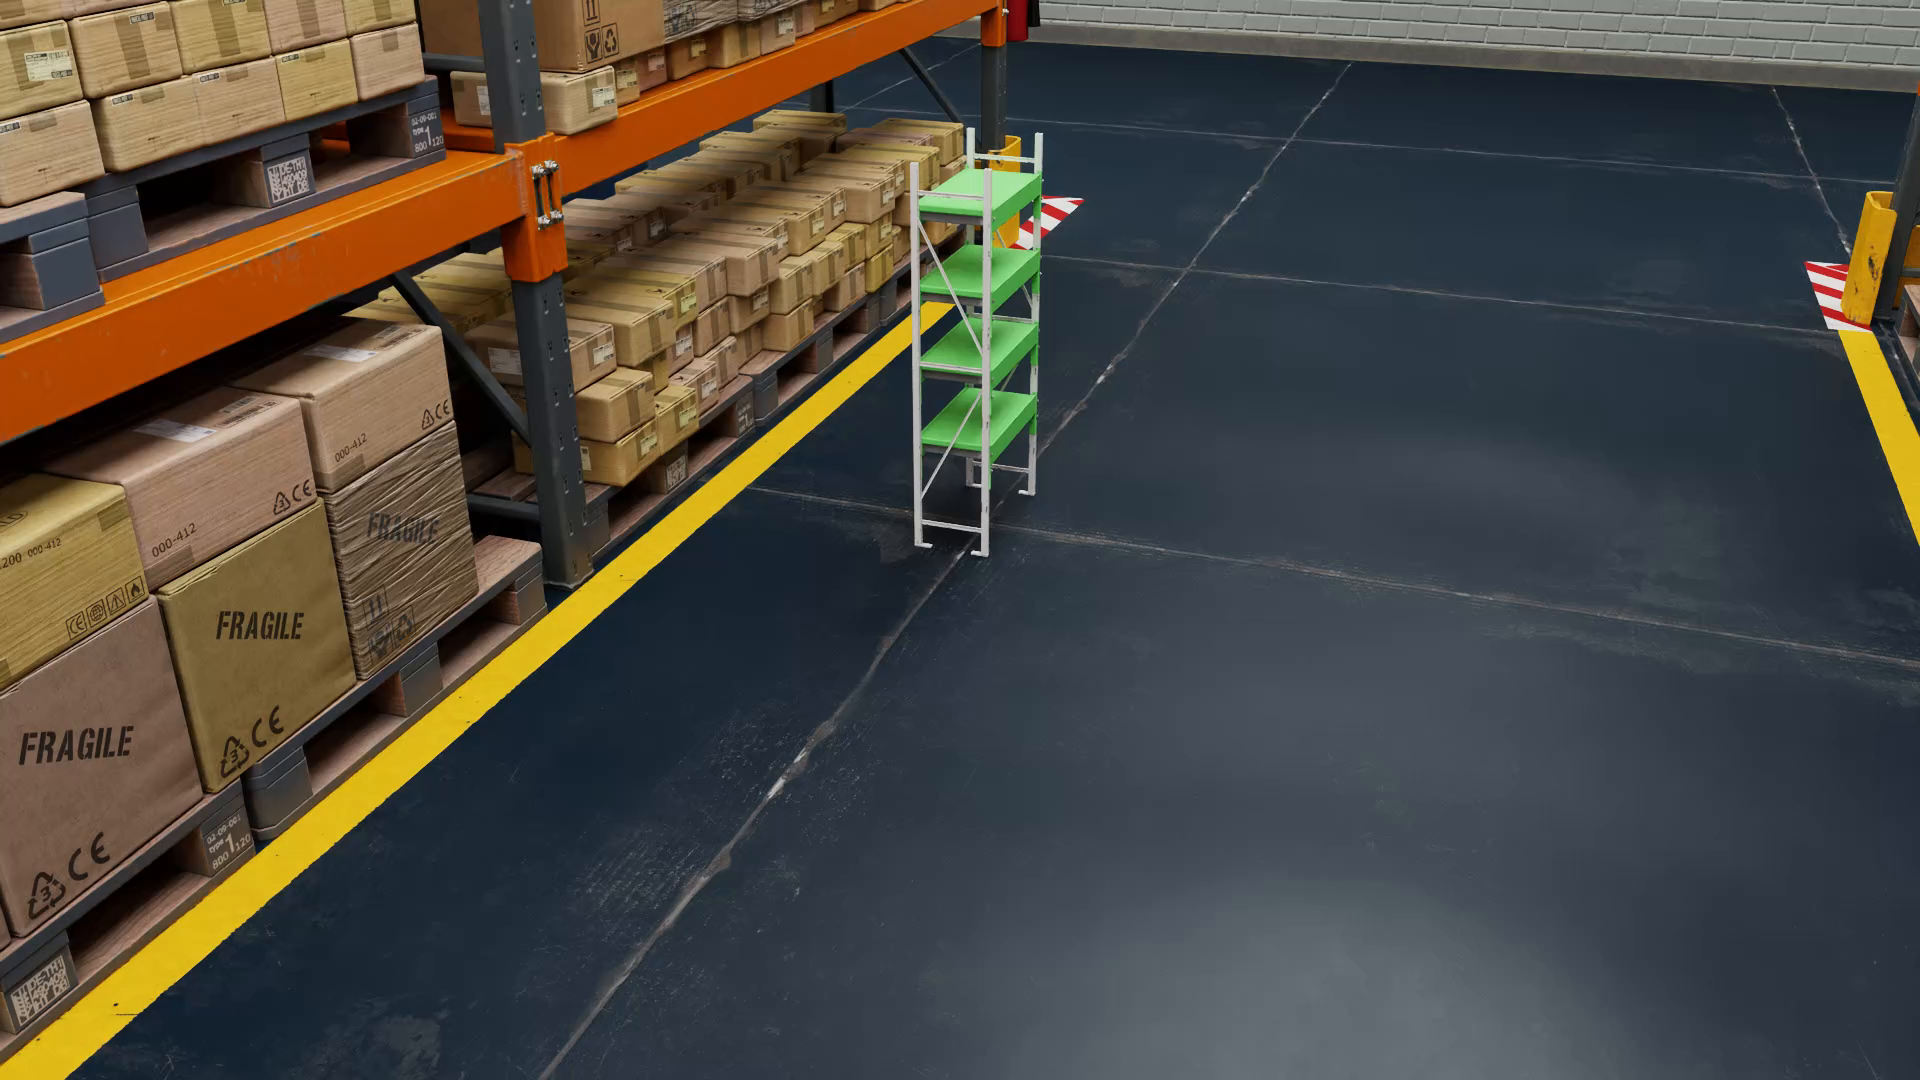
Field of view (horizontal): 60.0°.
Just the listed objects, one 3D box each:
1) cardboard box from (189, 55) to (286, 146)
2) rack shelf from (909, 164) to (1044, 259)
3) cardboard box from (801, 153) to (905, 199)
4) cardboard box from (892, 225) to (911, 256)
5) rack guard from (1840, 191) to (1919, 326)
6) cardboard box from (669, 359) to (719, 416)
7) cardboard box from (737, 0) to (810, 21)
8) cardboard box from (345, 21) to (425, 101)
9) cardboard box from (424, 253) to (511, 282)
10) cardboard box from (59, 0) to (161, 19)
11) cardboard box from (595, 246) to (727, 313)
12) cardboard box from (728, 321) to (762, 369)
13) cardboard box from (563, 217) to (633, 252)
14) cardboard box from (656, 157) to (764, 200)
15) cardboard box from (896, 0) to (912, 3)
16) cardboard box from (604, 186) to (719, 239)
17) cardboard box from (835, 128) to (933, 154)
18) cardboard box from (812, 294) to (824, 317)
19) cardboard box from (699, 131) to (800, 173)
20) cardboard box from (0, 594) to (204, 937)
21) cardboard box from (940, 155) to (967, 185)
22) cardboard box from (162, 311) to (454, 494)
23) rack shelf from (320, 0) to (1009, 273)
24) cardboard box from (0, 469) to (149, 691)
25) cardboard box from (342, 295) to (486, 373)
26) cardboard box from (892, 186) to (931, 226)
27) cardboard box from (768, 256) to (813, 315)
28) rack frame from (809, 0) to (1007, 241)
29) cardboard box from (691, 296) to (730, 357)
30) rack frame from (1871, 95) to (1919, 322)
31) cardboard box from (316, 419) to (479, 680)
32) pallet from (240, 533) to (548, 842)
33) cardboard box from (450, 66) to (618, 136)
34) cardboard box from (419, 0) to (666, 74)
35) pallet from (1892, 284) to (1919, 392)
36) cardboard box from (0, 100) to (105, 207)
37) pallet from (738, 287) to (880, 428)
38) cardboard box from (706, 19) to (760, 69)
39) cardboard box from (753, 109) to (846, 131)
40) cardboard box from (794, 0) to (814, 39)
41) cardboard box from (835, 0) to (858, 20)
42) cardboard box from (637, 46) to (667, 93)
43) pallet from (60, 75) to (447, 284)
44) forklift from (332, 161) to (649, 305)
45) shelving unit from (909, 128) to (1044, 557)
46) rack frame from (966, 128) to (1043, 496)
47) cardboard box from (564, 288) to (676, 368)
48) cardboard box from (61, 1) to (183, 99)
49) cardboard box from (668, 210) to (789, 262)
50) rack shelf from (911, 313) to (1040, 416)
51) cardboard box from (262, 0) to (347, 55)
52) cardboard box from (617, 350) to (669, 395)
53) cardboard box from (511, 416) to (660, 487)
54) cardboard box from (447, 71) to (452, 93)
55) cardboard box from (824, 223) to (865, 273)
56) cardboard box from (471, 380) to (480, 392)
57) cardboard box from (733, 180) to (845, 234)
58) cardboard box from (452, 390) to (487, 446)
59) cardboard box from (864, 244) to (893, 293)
[{"bbox_3d":[-1.714,-0.968,3.614,0.380,0.149,0.250,9,27,17],"label":"cardboard box"},{"bbox_3d":[0.055,-0.983,4.948,0.258,0.148,0.480,9,27,17],"label":"rack shelf"},{"bbox_3d":[-0.454,-1.540,7.094,0.380,0.149,0.250,8,27,15],"label":"cardboard box"},{"bbox_3d":[-0.404,-1.380,7.448,0.380,0.149,0.250,9,27,17],"label":"cardboard box"},{"bbox_3d":[4.443,-1.146,7.043,1.175,0.500,0.348,9,27,17],"label":"rack guard"},{"bbox_3d":[-1.051,-0.521,5.674,0.380,0.149,0.250,9,27,17],"label":"cardboard box"},{"bbox_3d":[-0.836,-2.045,5.576,0.500,0.500,0.500,8,27,16],"label":"cardboard box"},{"bbox_3d":[-1.543,-1.177,4.046,0.380,0.149,0.250,8,27,16],"label":"cardboard box"},{"bbox_3d":[-1.601,-0.865,5.701,0.380,0.149,0.250,8,27,17],"label":"cardboard box"},{"bbox_3d":[-1.811,-1.119,3.244,0.380,0.149,0.250,9,27,17],"label":"cardboard box"},{"bbox_3d":[-1.037,-0.905,5.783,0.380,0.149,0.250,8,27,16],"label":"cardboard box"},{"bbox_3d":[-0.957,-0.749,6.143,0.380,0.149,0.250,8,27,15],"label":"cardboard box"},{"bbox_3d":[-1.438,-1.085,6.156,0.380,0.149,0.250,7,27,15],"label":"cardboard box"},{"bbox_3d":[-1.050,-1.503,7.018,0.380,0.149,0.250,10,28,19],"label":"cardboard box"},{"bbox_3d":[-0.359,-2.339,6.927,0.380,0.149,0.250,9,27,19],"label":"cardboard box"},{"bbox_3d":[-1.174,-1.284,6.566,0.380,0.149,0.250,9,27,18],"label":"cardboard box"},{"bbox_3d":[-0.341,-1.762,7.553,0.380,0.149,0.250,9,27,18],"label":"cardboard box"},{"bbox_3d":[-0.765,-0.960,6.581,0.380,0.149,0.250,10,27,19],"label":"cardboard box"},{"bbox_3d":[-0.944,-1.729,7.486,0.380,0.149,0.250,9,27,17],"label":"cardboard box"},{"bbox_3d":[-1.952,0.404,3.359,0.500,0.500,0.500,8,27,16],"label":"cardboard box"},{"bbox_3d":[-0.173,-1.719,7.806,0.380,0.149,0.250,8,27,16],"label":"cardboard box"},{"bbox_3d":[-1.607,-0.352,4.061,0.500,0.250,0.500,8,27,16],"label":"cardboard box"},{"bbox_3d":[-0.932,-1.791,6.334,1.077,0.370,4.000,9,27,17],"label":"rack shelf"},{"bbox_3d":[-1.953,0.076,3.176,0.500,0.250,0.500,8,27,15],"label":"cardboard box"},{"bbox_3d":[-1.725,-0.651,5.259,0.380,0.149,0.250,10,27,19],"label":"cardboard box"},{"bbox_3d":[-0.344,-1.505,7.364,0.380,0.149,0.250,8,27,15],"label":"cardboard box"},{"bbox_3d":[-0.778,-0.973,6.265,0.380,0.149,0.250,9,27,17],"label":"cardboard box"},{"bbox_3d":[-0.266,-2.937,7.874,1.000,3.000,0.127,9,27,17],"label":"rack frame"},{"bbox_3d":[-1.036,-0.769,5.844,0.380,0.149,0.250,7,27,15],"label":"cardboard box"},{"bbox_3d":[4.435,-2.261,6.477,1.000,3.000,0.127,9,27,17],"label":"rack frame"},{"bbox_3d":[-1.606,-0.017,4.229,0.500,0.500,0.500,8,27,16],"label":"cardboard box"},{"bbox_3d":[-1.855,0.282,4.426,1.003,0.211,1.213,9,27,17],"label":"pallet"},{"bbox_3d":[-1.195,-1.249,4.676,0.380,0.149,0.250,10,28,19],"label":"cardboard box"},{"bbox_3d":[-1.195,-1.639,4.737,0.500,0.500,0.500,8,27,16],"label":"cardboard box"},{"bbox_3d":[4.243,-0.666,6.383,1.003,0.211,1.213,9,27,17],"label":"pallet"},{"bbox_3d":[-1.885,-0.750,3.164,0.380,0.149,0.250,8,27,15],"label":"cardboard box"},{"bbox_3d":[-1.003,-0.822,6.706,1.003,0.211,1.213,9,27,17],"label":"pallet"},{"bbox_3d":[-0.898,-1.688,5.583,0.380,0.149,0.250,9,27,18],"label":"cardboard box"},{"bbox_3d":[-0.761,-1.945,7.931,0.380,0.149,0.250,8,27,15],"label":"cardboard box"},{"bbox_3d":[-0.757,-1.914,6.050,0.380,0.149,0.250,10,28,19],"label":"cardboard box"},{"bbox_3d":[-0.620,-2.133,6.501,0.380,0.149,0.250,8,27,15],"label":"cardboard box"},{"bbox_3d":[-1.140,-1.483,5.160,0.380,0.149,0.250,8,27,15],"label":"cardboard box"},{"bbox_3d":[-1.989,-0.914,3.916,1.003,0.211,1.213,9,27,17],"label":"pallet"},{"bbox_3d":[-2.403,-2.270,6.575,1.130,2.935,3.031,7,27,14],"label":"forklift"},{"bbox_3d":[0.055,-0.608,5.129,0.258,1.200,0.503,9,27,17],"label":"shelving unit"},{"bbox_3d":[0.136,-0.708,5.336,0.240,1.200,0.015,9,27,17],"label":"rack frame"},{"bbox_3d":[-1.140,-0.683,5.326,0.380,0.149,0.250,10,28,20],"label":"cardboard box"},{"bbox_3d":[-1.802,-0.988,3.314,0.380,0.149,0.250,8,27,16],"label":"cardboard box"},{"bbox_3d":[-0.862,-1.121,6.231,0.380,0.149,0.250,8,27,15],"label":"cardboard box"},{"bbox_3d":[0.055,-0.551,5.157,0.258,0.148,0.480,9,27,17],"label":"rack shelf"},{"bbox_3d":[-1.630,-1.203,3.757,0.380,0.149,0.250,9,27,18],"label":"cardboard box"},{"bbox_3d":[-1.176,-0.553,5.398,0.380,0.149,0.250,9,27,18],"label":"cardboard box"},{"bbox_3d":[-1.173,-0.302,5.222,0.380,0.149,0.250,8,27,15],"label":"cardboard box"},{"bbox_3d":[-1.740,-1.453,5.098,0.380,0.149,0.250,8,27,16],"label":"cardboard box"},{"bbox_3d":[-0.607,-1.188,6.709,0.380,0.149,0.250,10,28,20],"label":"cardboard box"},{"bbox_3d":[-1.714,-0.622,5.540,0.380,0.149,0.250,7,27,15],"label":"cardboard box"},{"bbox_3d":[-0.683,-1.329,6.659,0.380,0.149,0.250,8,27,16],"label":"cardboard box"},{"bbox_3d":[-1.788,-0.410,5.444,0.380,0.149,0.250,9,27,18],"label":"cardboard box"},{"bbox_3d":[-0.500,-1.163,6.999,0.380,0.149,0.250,8,27,15],"label":"cardboard box"}]
